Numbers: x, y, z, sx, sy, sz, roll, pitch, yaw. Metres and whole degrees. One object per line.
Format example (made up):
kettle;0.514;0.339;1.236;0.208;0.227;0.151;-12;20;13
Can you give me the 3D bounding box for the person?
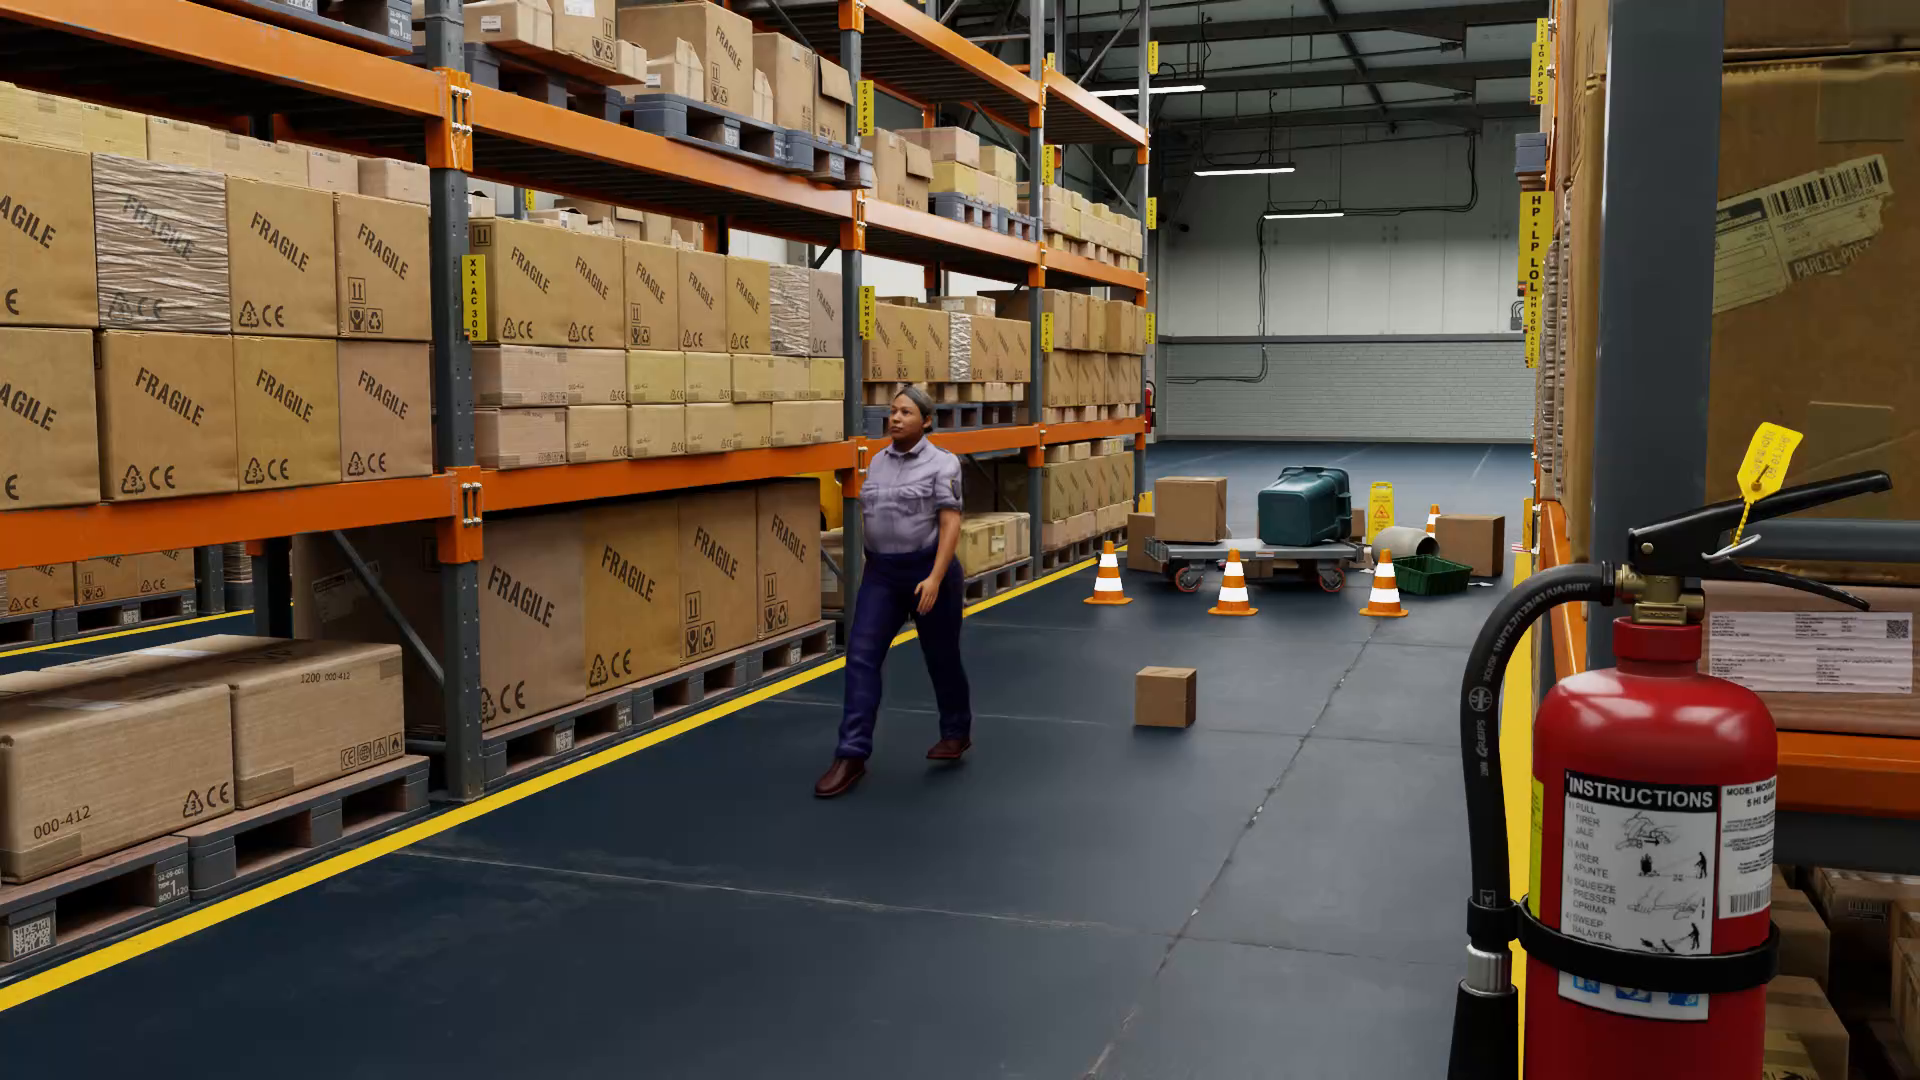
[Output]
person;-0.228;0.185;6.878;0.492;1.630;0.906;3;6;25
